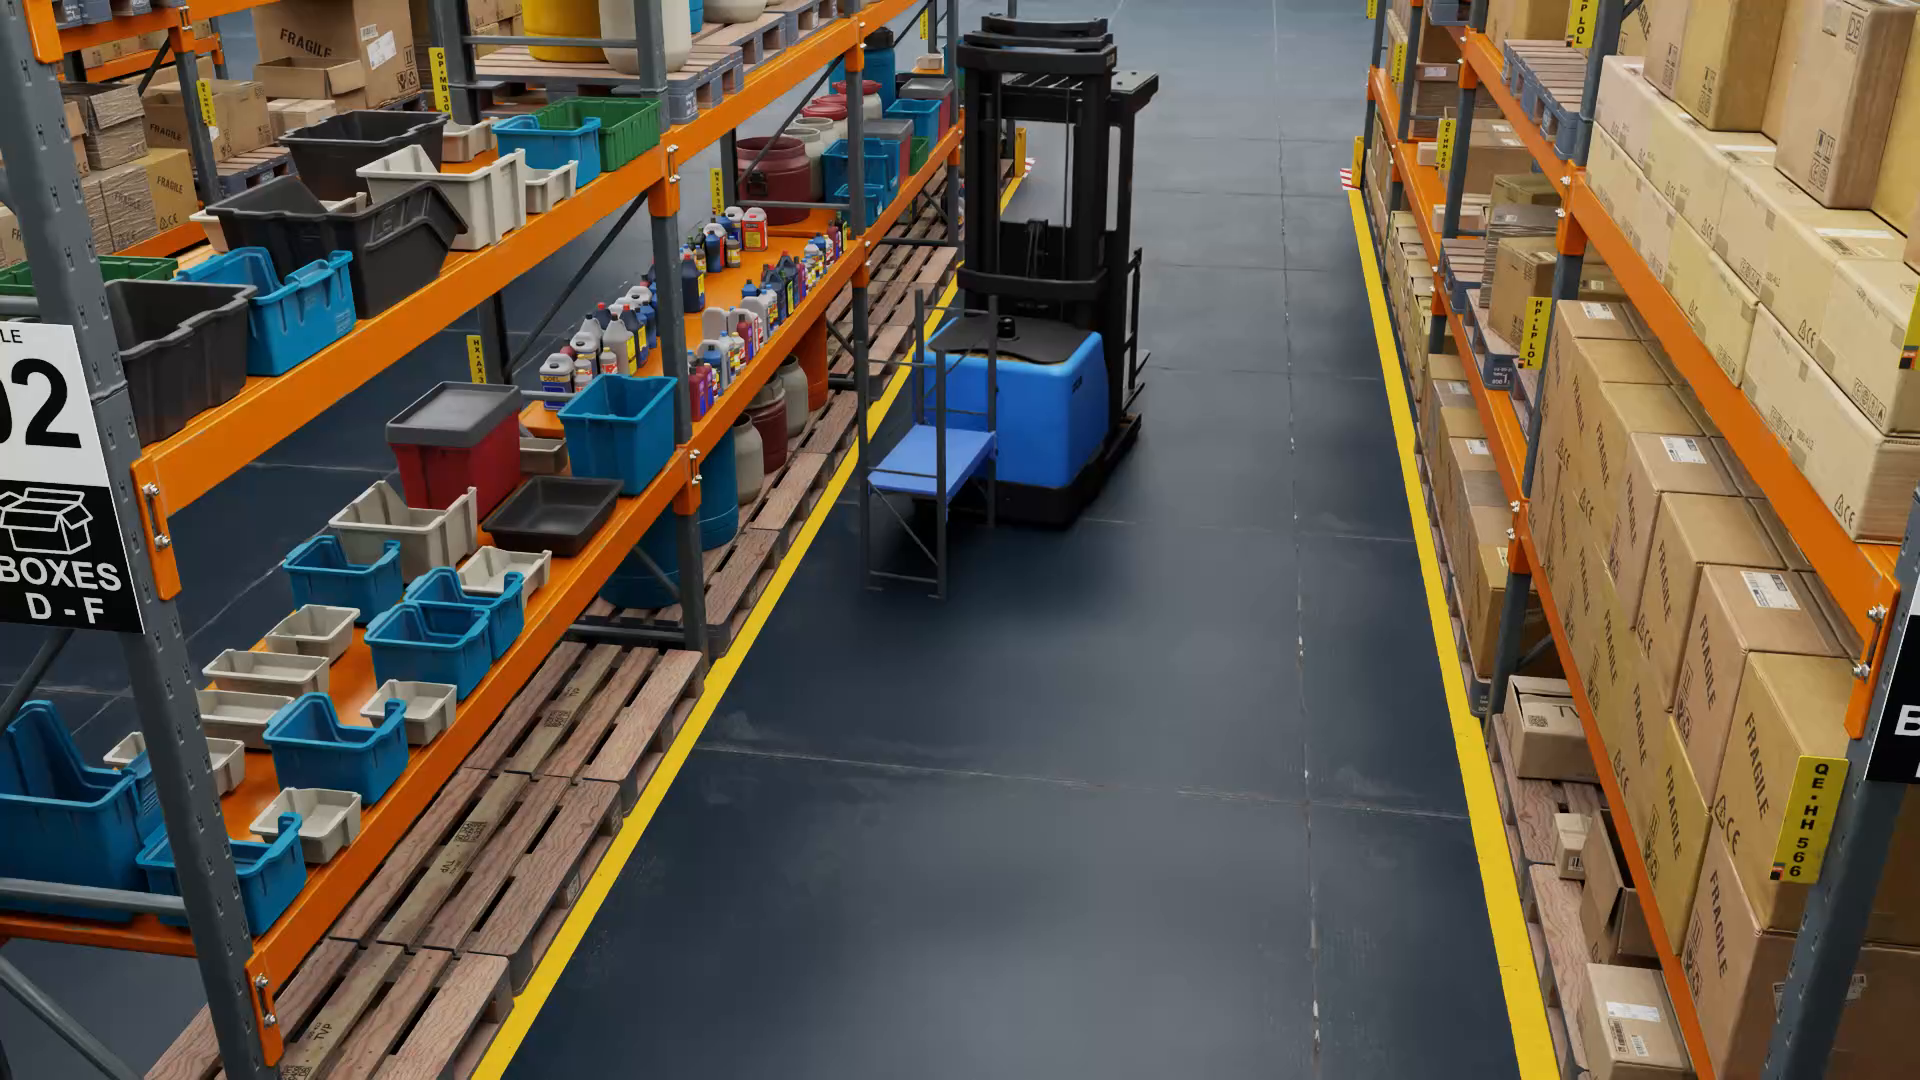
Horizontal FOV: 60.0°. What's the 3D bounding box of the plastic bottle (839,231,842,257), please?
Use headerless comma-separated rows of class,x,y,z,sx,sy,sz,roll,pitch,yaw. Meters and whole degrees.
plastic bottle,-0.852,-2.023,11.269,0.097,0.201,0.097,0,25,0

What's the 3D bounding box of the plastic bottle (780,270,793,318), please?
plastic bottle,-1.054,-1.496,10.046,0.061,0.283,0.133,4,25,9

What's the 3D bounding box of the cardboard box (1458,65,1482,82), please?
cardboard box,4.605,-4.125,14.642,0.380,0.149,0.250,4,25,8

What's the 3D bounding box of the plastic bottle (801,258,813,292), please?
plastic bottle,-0.986,-1.682,10.540,0.097,0.201,0.097,0,25,0

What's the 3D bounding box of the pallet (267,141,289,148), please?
pallet,-5.774,-3.446,14.300,1.003,0.211,1.213,4,25,9

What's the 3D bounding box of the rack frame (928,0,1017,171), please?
rack frame,0.137,-5.705,18.900,1.000,3.000,0.127,4,25,9

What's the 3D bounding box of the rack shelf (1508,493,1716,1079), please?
rack shelf,2.735,0.821,5.806,1.077,0.370,4.000,4,25,9

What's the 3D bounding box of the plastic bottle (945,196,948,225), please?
plastic bottle,-0.111,-3.248,16.336,0.061,0.283,0.133,4,25,9

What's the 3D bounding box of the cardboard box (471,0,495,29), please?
cardboard box,-4.998,-5.388,16.574,0.500,0.500,0.500,4,25,9

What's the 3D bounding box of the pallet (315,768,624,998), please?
pallet,-2.103,1.399,7.012,1.003,0.211,1.213,4,25,9

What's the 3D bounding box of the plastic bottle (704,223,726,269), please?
plastic bottle,-1.636,-1.951,11.026,0.152,0.276,0.135,4,25,9

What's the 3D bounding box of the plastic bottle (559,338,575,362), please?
plastic bottle,-2.086,-0.920,8.816,0.061,0.283,0.133,4,25,9

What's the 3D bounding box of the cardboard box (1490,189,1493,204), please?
cardboard box,4.053,-2.335,11.804,0.500,0.311,0.500,4,25,8

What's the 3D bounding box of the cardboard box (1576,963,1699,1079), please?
cardboard box,2.439,1.738,5.723,0.500,0.250,0.500,4,25,9

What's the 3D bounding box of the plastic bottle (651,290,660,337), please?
plastic bottle,-1.750,-1.331,9.707,0.097,0.271,0.097,0,25,0

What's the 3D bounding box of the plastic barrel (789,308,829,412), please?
plastic barrel,-1.233,-1.360,11.683,0.600,0.830,0.708,4,25,9

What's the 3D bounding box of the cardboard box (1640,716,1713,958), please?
cardboard box,2.294,0.863,4.750,0.500,0.500,0.500,4,25,9

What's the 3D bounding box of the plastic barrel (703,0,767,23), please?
plastic barrel,-1.311,-3.217,9.391,0.433,0.535,0.433,0,25,0

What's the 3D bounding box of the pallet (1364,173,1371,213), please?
pallet,4.940,-3.775,18.065,1.003,0.211,1.213,4,25,9

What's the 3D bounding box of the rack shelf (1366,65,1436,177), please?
rack shelf,4.696,-4.198,16.529,1.077,0.370,4.000,4,25,9

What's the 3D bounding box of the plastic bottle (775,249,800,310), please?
plastic bottle,-1.069,-1.596,10.180,0.144,0.351,0.185,4,25,9

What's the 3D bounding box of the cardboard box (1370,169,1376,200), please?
cardboard box,4.556,-3.678,17.317,0.500,0.250,0.500,4,25,9

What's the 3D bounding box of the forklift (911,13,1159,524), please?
forklift,0.651,-2.029,11.127,1.130,2.935,3.031,8,26,17

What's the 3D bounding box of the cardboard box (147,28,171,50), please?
cardboard box,-9.710,-6.112,19.592,0.875,0.550,0.550,4,25,9

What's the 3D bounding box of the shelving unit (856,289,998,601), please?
shelving unit,-0.173,-0.576,9.712,0.538,1.500,1.048,7,26,15

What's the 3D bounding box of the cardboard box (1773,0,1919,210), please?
cardboard box,2.618,-1.161,4.356,0.700,0.500,0.500,4,25,9

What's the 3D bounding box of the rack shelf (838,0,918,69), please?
rack shelf,-0.843,-4.228,13.055,1.077,0.370,4.000,4,25,9

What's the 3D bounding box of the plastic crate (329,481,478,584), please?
plastic crate,-2.255,-0.034,6.853,0.437,0.282,0.530,4,25,9

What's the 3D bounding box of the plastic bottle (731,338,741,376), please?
plastic bottle,-1.251,-1.004,9.090,0.097,0.201,0.097,0,25,0

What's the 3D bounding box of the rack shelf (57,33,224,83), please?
rack shelf,-9.953,-5.272,18.823,1.077,0.370,4.000,4,25,9

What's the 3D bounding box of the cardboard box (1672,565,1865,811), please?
cardboard box,2.292,0.417,4.524,0.500,0.500,0.500,5,25,10

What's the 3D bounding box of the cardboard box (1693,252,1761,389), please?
cardboard box,2.394,-0.610,4.655,0.500,0.250,0.500,4,25,9

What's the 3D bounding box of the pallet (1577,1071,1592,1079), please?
pallet,2.550,2.229,5.238,1.003,0.211,1.213,4,25,9

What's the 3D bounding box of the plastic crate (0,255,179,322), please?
plastic crate,-2.598,-0.708,4.936,0.450,0.188,0.336,4,25,9

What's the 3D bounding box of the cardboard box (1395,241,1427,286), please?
cardboard box,3.886,-2.305,13.722,0.500,0.311,0.500,3,25,7

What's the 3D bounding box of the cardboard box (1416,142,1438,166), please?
cardboard box,4.023,-3.217,13.881,0.380,0.149,0.250,4,25,9

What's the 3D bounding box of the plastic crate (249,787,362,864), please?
plastic crate,-1.979,0.870,5.093,0.250,0.136,0.298,4,25,9

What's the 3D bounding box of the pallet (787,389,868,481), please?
pallet,-1.258,-0.763,11.632,1.003,0.211,1.213,4,25,9

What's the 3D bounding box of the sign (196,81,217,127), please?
sign,-5.509,-3.189,12.160,0.100,0.325,0.005,4,25,9

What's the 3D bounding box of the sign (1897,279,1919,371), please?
sign,1.864,-0.475,3.143,0.100,0.325,0.005,4,25,9

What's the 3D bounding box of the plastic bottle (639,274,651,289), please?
plastic bottle,-1.884,-1.437,9.920,0.061,0.283,0.133,4,25,9

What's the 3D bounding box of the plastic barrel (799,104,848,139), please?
plastic barrel,-1.080,-3.221,13.432,0.433,0.535,0.433,0,25,0

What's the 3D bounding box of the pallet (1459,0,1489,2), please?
pallet,3.918,-4.045,12.038,1.003,0.211,1.213,5,26,11

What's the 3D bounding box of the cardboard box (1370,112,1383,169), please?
cardboard box,4.636,-4.226,17.605,0.500,0.500,0.500,4,25,9

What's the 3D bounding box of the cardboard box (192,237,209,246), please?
cardboard box,-5.977,-2.391,13.365,0.500,0.250,0.500,5,26,11

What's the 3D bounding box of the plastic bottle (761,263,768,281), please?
plastic bottle,-1.175,-1.562,10.186,0.061,0.283,0.133,4,25,9

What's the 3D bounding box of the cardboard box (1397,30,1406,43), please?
cardboard box,4.495,-4.907,16.312,0.380,0.149,0.250,4,25,9

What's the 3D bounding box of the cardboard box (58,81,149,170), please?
cardboard box,-6.192,-2.897,11.600,0.797,0.503,0.637,5,26,10

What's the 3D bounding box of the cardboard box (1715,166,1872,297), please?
cardboard box,2.408,-0.836,4.546,0.500,0.250,0.500,4,25,9

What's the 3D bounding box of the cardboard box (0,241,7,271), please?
cardboard box,-6.225,-1.669,10.160,0.500,0.500,0.500,3,25,7

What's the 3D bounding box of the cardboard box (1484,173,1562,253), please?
cardboard box,3.724,-1.979,10.325,0.700,0.500,0.500,-4,25,-9

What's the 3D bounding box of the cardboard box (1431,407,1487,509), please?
cardboard box,3.193,-0.482,10.171,0.500,0.500,0.500,4,25,8

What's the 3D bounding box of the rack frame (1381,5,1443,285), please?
rack frame,4.370,-3.687,14.589,1.000,3.000,0.127,4,25,9

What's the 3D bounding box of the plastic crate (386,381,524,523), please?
plastic crate,-2.217,-0.386,7.390,0.402,0.464,0.583,4,25,9

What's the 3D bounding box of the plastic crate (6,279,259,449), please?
plastic crate,-2.140,-0.454,4.298,0.497,0.269,0.590,4,25,9

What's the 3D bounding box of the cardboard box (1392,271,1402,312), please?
cardboard box,3.892,-2.050,13.839,0.500,0.250,0.500,3,25,7

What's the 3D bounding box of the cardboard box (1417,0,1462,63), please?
cardboard box,4.436,-4.506,14.690,0.700,0.500,0.500,4,25,9
